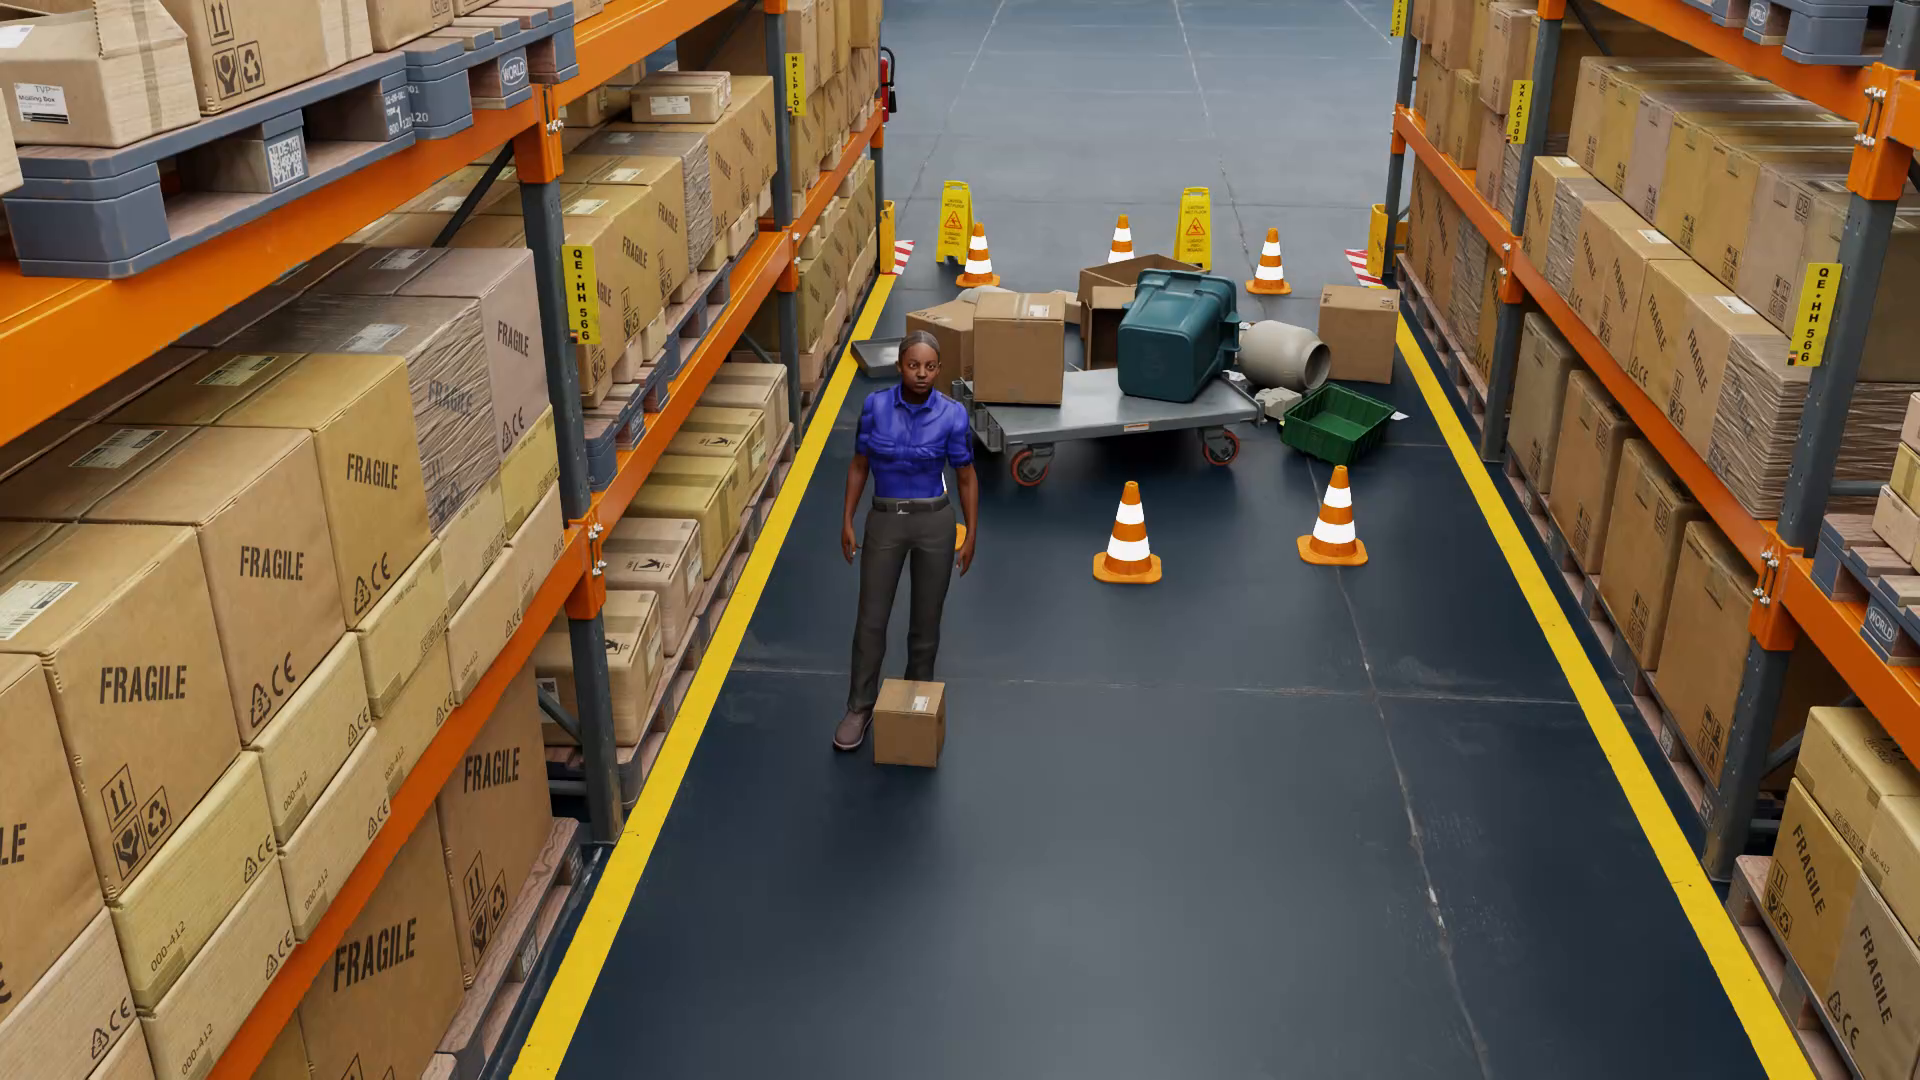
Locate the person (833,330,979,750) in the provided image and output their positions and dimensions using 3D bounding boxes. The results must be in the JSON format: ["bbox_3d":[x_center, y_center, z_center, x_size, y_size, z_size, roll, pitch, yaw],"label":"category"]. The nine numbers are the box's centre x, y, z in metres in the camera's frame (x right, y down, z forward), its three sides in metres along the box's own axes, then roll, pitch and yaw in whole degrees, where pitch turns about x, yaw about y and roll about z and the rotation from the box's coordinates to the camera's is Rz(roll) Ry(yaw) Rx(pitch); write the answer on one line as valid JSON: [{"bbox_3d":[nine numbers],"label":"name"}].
[{"bbox_3d":[-0.219,0.009,6.572,0.569,1.654,0.504,2,25,4],"label":"person"}]
